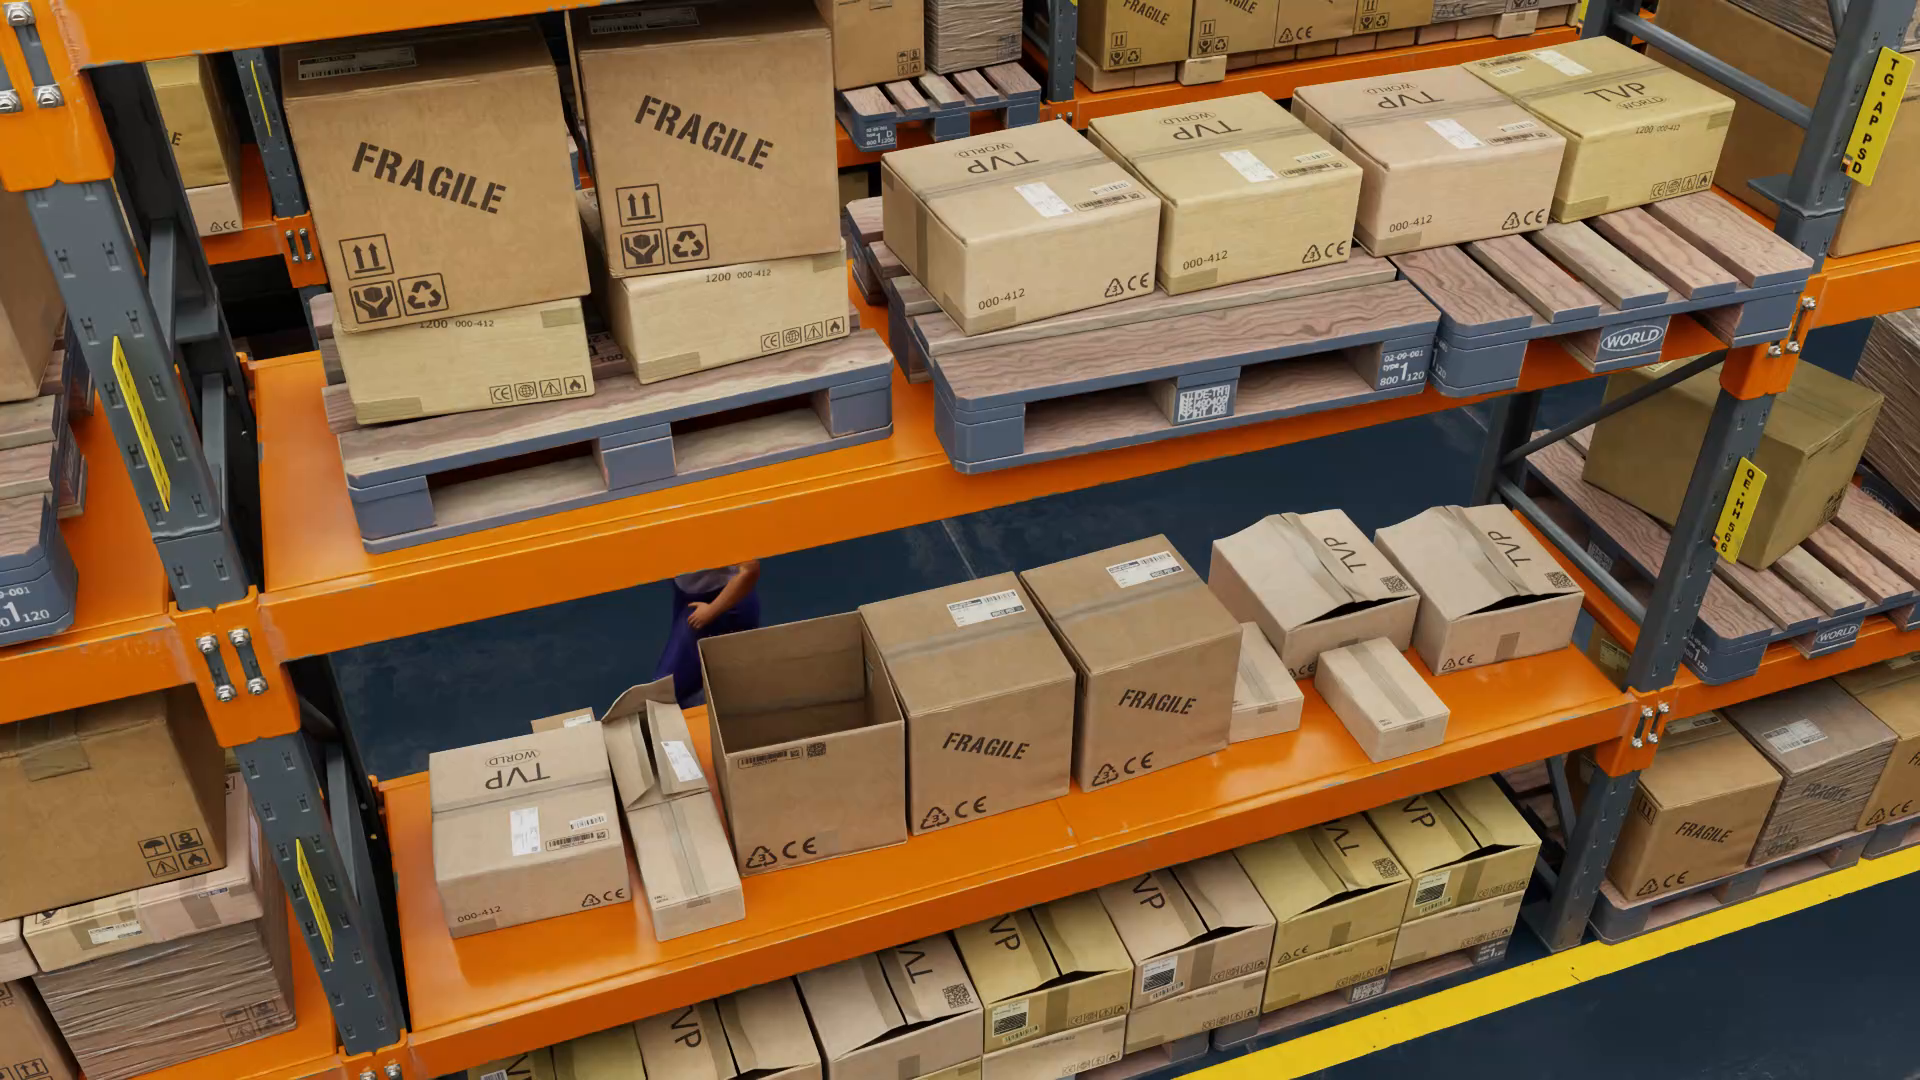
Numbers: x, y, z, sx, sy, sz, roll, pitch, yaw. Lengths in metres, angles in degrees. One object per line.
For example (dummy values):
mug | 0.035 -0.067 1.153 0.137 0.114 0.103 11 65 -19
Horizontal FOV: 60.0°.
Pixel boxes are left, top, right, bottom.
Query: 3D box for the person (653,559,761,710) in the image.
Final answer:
person | -1.017 0.269 6.478 0.533 1.611 0.774 -14 40 -17
